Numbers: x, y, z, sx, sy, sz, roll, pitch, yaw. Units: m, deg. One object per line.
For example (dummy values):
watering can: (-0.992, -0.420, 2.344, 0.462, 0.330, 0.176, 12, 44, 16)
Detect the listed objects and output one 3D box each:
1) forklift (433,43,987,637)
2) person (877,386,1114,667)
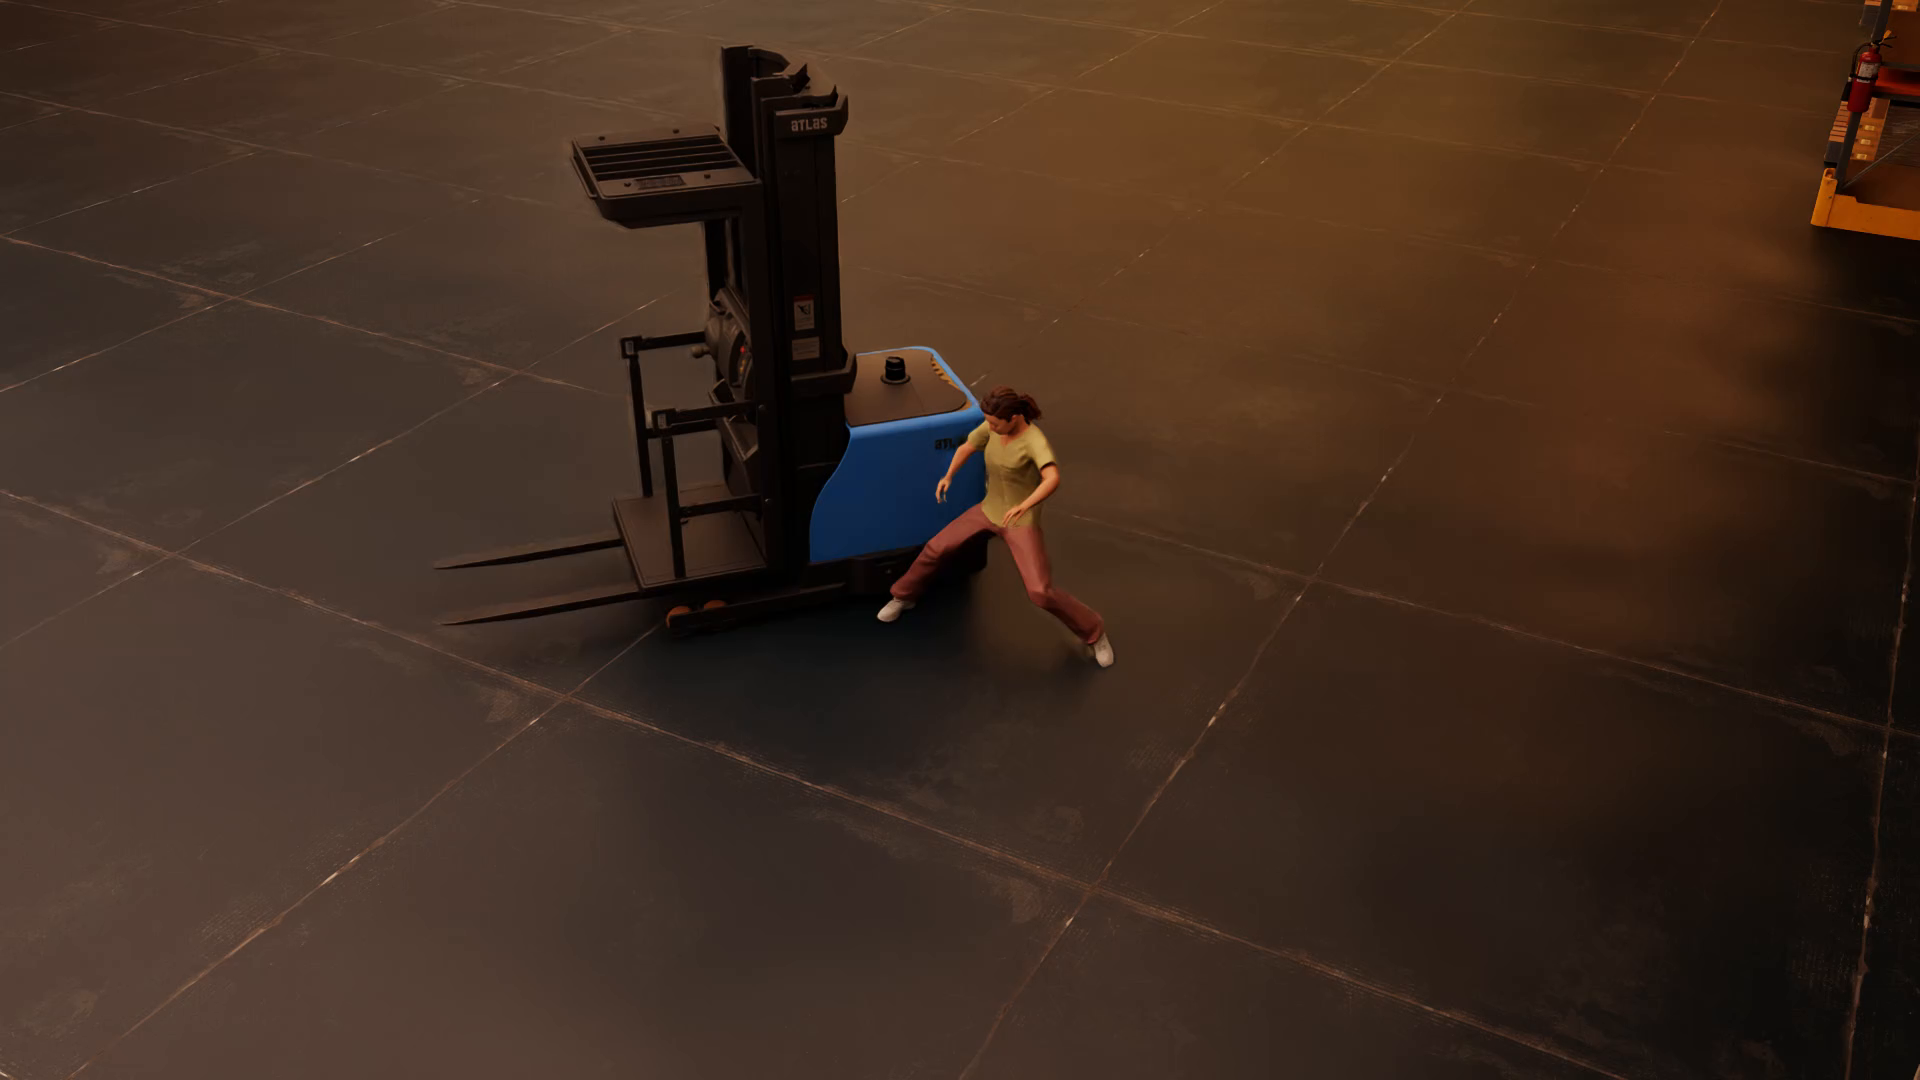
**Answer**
forklift: (-1.418, -1.037, 8.868, 3.031, 2.935, 1.130, -10, 31, -17)
person: (0.189, -0.098, 8.716, 0.825, 1.486, 1.213, -23, 37, -34)
